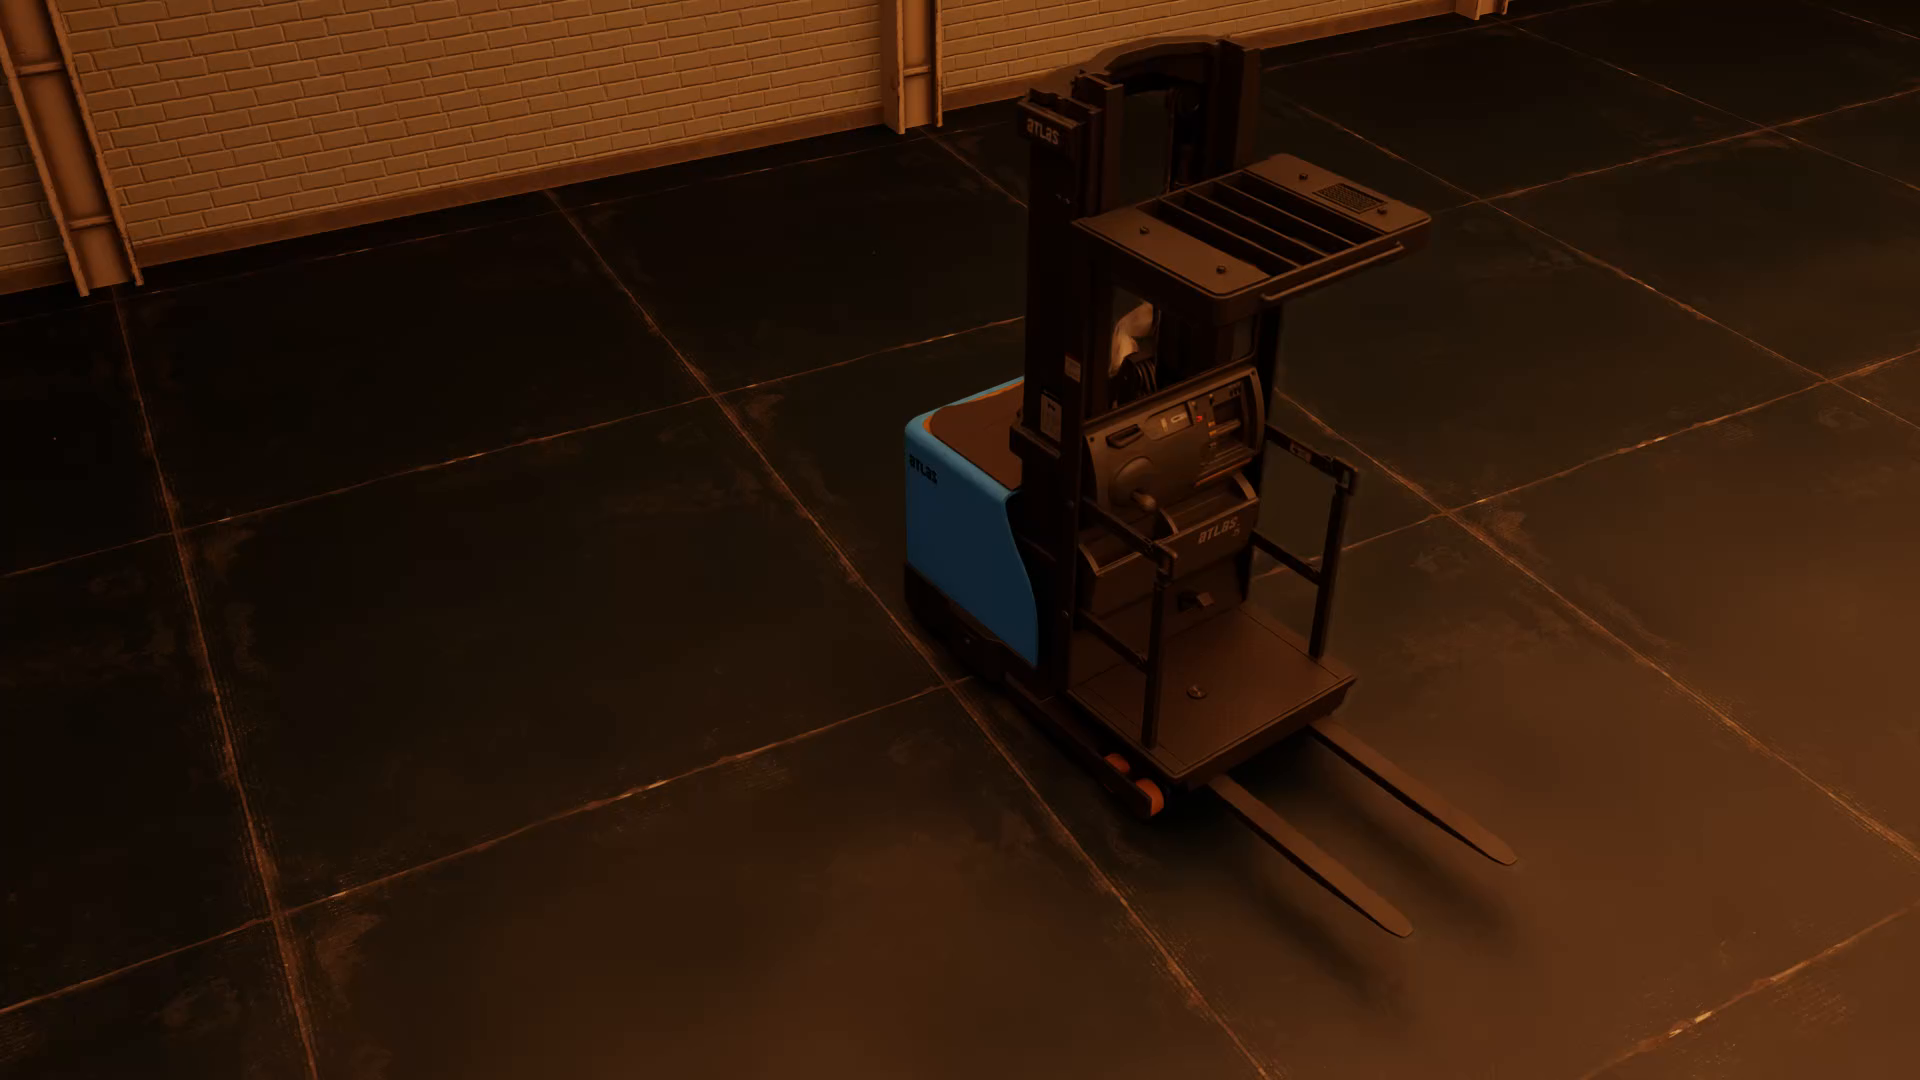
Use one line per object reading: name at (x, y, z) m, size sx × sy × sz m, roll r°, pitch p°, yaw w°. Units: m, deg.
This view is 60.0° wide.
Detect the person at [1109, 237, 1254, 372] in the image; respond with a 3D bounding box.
person at (1.314, -1.359, 9.319) m, size 1.059 × 1.566 × 0.507 m, roll -10°, pitch 36°, yaw -14°

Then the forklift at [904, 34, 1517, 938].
forklift at (1.012, -0.350, 6.618) m, size 1.130 × 2.935 × 3.031 m, roll -23°, pitch 41°, yaw -29°
